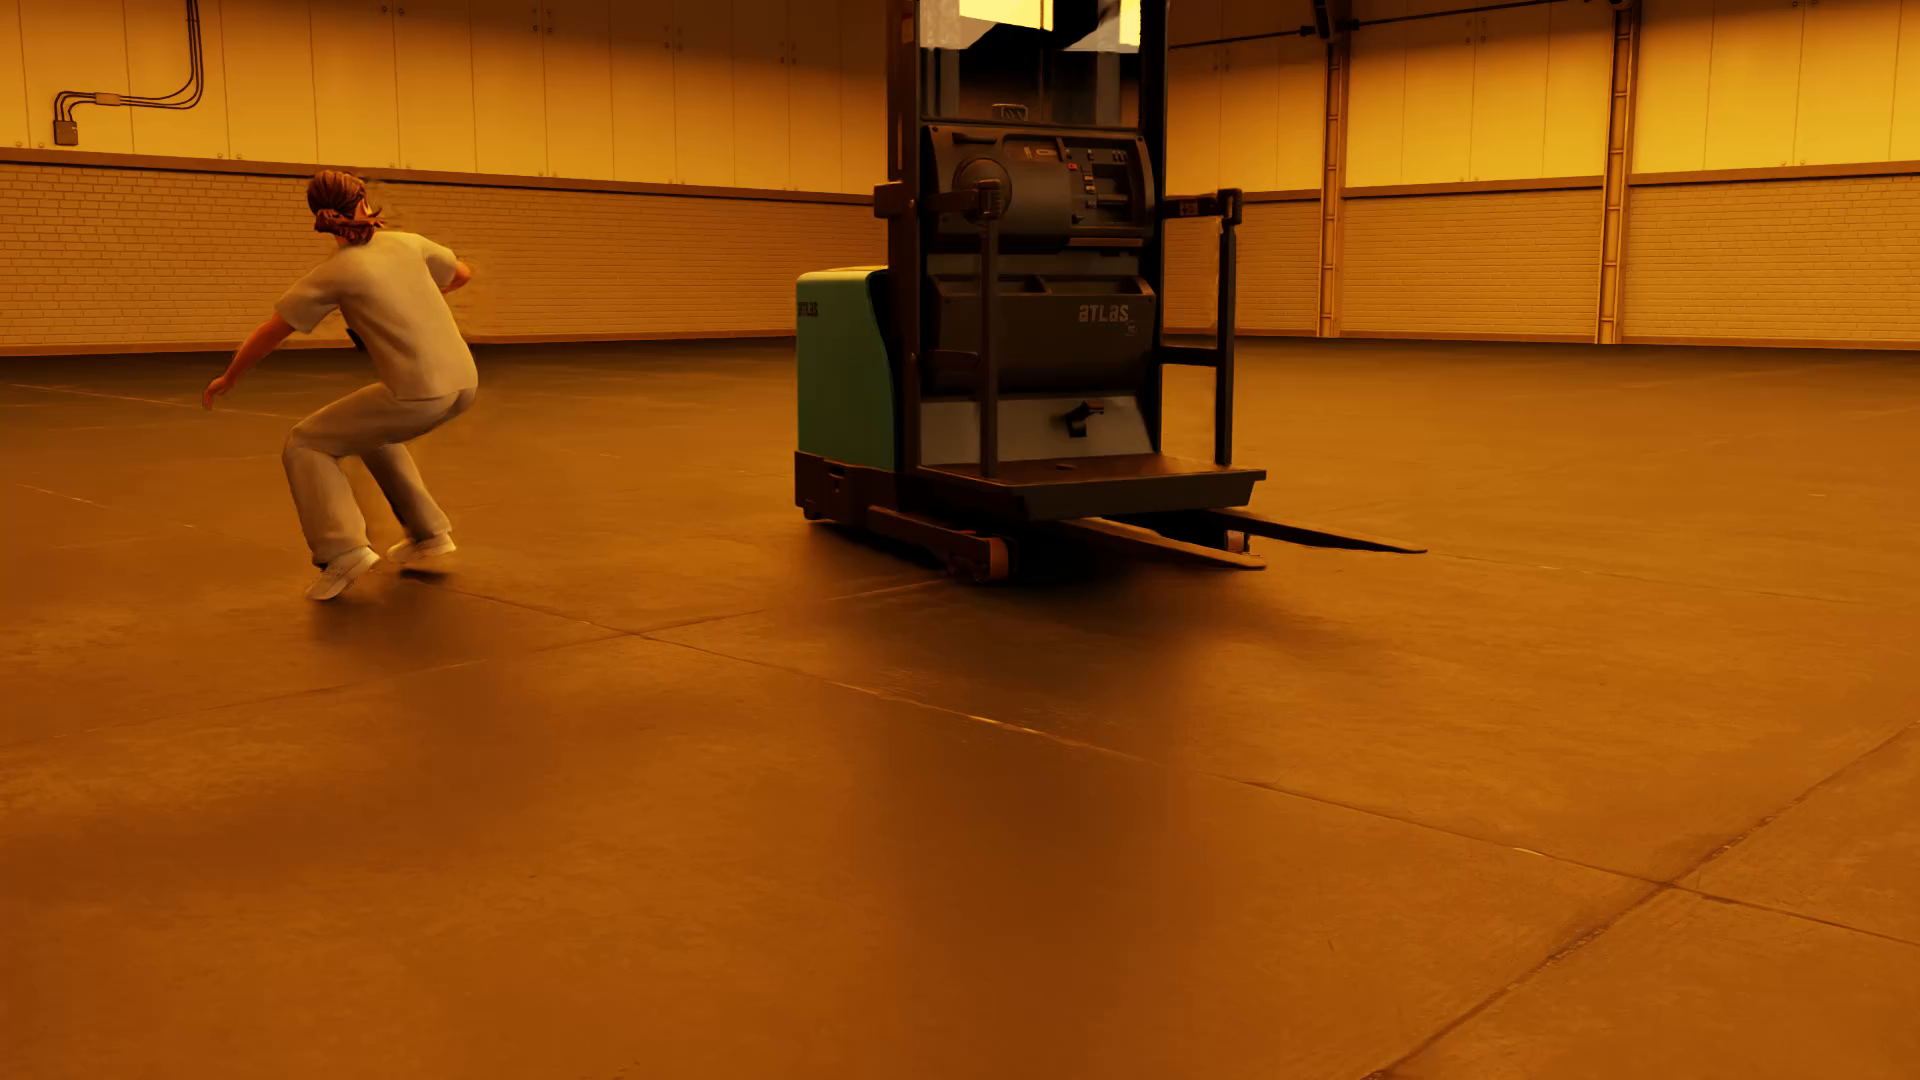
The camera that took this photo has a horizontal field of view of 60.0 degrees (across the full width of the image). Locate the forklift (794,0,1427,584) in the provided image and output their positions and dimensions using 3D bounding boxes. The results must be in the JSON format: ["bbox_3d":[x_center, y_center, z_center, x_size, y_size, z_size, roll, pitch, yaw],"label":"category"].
[{"bbox_3d":[0.412,-1.374,5.999,1.130,2.935,3.031,-4,10,-27],"label":"forklift"}]

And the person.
[{"bbox_3d":[-2.053,-0.535,5.672,0.805,1.416,0.727,4,9,23],"label":"person"}]
